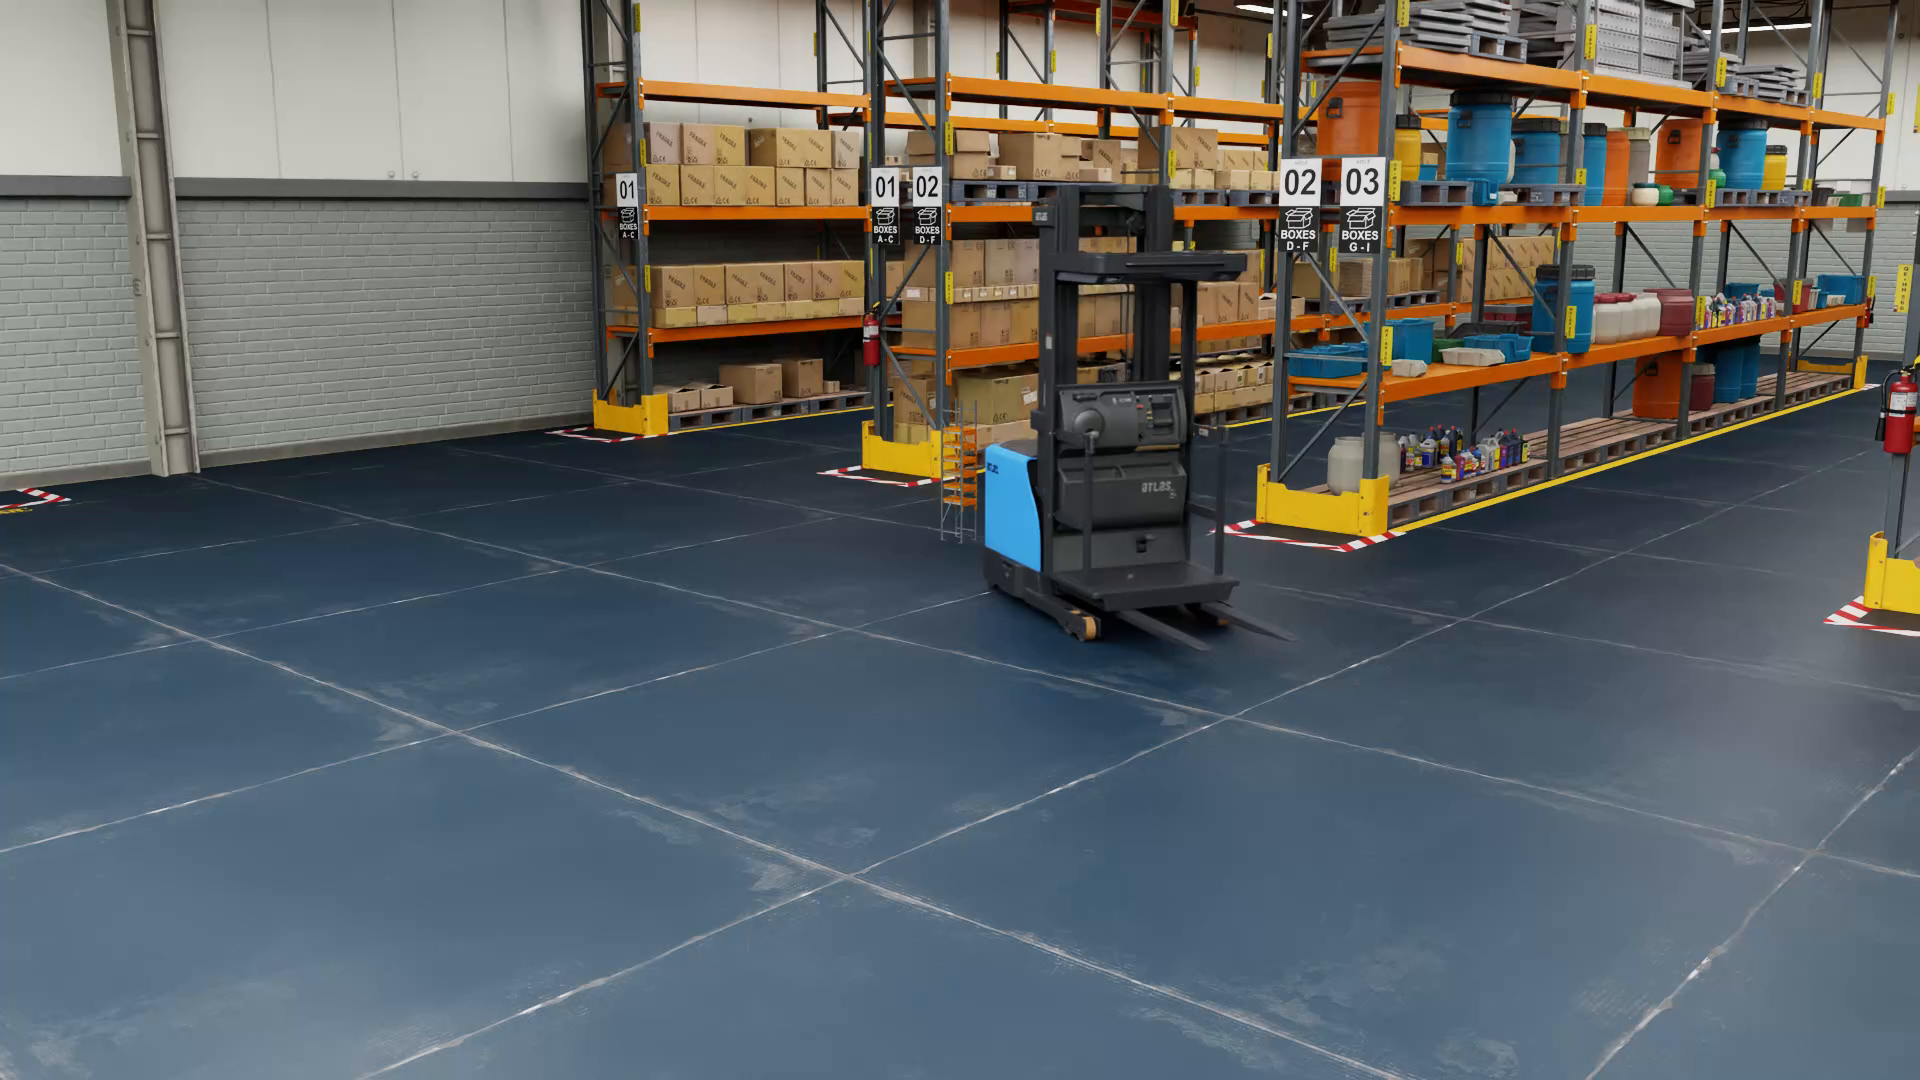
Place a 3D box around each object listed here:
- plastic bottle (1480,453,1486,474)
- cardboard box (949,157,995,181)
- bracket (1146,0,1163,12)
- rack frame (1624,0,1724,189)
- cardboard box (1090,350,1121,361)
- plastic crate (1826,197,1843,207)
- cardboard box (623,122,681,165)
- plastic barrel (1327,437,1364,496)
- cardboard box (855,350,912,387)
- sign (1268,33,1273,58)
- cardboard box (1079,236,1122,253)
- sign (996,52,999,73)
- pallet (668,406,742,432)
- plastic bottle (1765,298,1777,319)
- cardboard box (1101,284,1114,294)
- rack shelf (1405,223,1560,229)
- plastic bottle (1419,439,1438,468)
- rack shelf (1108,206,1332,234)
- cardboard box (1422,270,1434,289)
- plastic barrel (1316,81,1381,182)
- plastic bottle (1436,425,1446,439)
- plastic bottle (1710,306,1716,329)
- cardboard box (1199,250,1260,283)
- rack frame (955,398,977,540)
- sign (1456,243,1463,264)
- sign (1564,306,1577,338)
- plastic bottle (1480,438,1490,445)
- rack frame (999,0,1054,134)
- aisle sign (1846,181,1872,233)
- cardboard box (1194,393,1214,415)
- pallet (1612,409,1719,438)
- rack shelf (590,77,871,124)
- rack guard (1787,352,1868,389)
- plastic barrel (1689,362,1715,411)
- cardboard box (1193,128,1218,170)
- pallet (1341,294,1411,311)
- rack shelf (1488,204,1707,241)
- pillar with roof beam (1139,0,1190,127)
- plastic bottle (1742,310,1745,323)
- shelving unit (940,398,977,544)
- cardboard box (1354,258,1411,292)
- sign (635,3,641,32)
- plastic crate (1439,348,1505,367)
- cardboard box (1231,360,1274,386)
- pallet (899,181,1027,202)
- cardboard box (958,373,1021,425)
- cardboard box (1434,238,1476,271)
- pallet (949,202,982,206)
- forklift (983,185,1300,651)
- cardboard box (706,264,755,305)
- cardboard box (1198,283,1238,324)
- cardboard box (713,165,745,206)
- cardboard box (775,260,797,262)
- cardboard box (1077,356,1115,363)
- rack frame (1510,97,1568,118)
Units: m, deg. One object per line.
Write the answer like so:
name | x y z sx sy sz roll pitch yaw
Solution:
plastic bottle | 5.119 -0.756 16.359 0.097 0.201 0.097 0 11 0
cardboard box | 0.039 -4.093 18.338 0.500 0.250 0.500 10 15 40
bracket | 3.479 -9.437 29.296 0.235 0.232 0.430 10 15 40
rack frame | 8.476 -5.695 19.749 1.000 3.000 0.127 10 15 40
cardboard box | 2.201 -3.405 28.017 0.750 0.750 0.750 10 15 40
plastic crate | 12.579 -4.936 24.279 0.437 0.136 0.530 10 15 40
cardboard box | -3.810 -4.902 20.580 0.500 0.500 0.500 8 14 36
plastic barrel | 3.572 -0.669 15.181 0.421 0.512 0.421 0 11 0
cardboard box | -1.133 -2.546 24.558 0.700 0.500 0.500 10 15 42
sign | 4.343 -6.902 23.203 0.100 0.325 0.005 10 15 40
cardboard box | 1.496 -3.350 19.759 0.700 0.500 0.500 10 15 40
sign | 0.615 -7.583 26.412 0.100 0.325 0.005 10 15 40
pallet | -3.634 -1.616 21.761 1.003 0.211 1.213 10 15 40
plastic bottle | 11.099 -3.181 22.796 0.152 0.276 0.135 10 15 40
cardboard box | 1.590 -2.991 19.618 0.380 0.149 0.250 10 15 40
rack shelf | 8.718 -5.395 27.742 1.077 0.370 4.000 10 15 40
plastic bottle | 4.714 -0.874 16.758 0.152 0.276 0.135 10 15 40
rack shelf | 3.437 -4.218 21.849 1.077 0.370 4.000 10 15 40
cardboard box | 7.535 -4.138 27.017 0.500 0.500 0.500 10 15 41
plastic barrel | 3.420 -3.551 14.507 0.600 0.830 0.708 10 15 40
plastic bottle | 4.991 -1.016 17.281 0.144 0.351 0.185 10 15 42
plastic bottle | 9.432 -2.800 20.868 0.061 0.283 0.133 10 15 40
cardboard box | 5.004 -5.062 31.132 0.980 0.700 0.700 9 14 38
rack frame | 0.051 -0.600 14.150 0.240 1.200 0.006 10 15 40
sign | 7.817 -4.479 26.022 0.100 0.325 0.005 10 15 40
sign | 6.241 -2.228 16.999 0.100 0.325 0.005 10 15 40
plastic bottle | 5.372 -0.900 16.889 0.152 0.276 0.135 10 15 40
rack frame | 1.034 -6.976 26.162 1.000 3.000 0.127 10 15 40
aisle sign | 14.024 -5.178 25.838 0.394 0.787 0.004 10 15 40
cardboard box | 2.908 -1.765 21.340 0.500 0.250 0.500 10 15 42
pallet | 8.965 -1.507 21.218 1.003 0.211 1.213 10 15 40
rack shelf | -2.927 -5.739 21.813 1.077 0.370 4.000 10 15 40
rack guard | 13.763 -2.710 26.501 1.175 0.500 0.348 10 15 40
plastic barrel | 9.531 -2.017 21.735 0.600 0.588 0.708 10 15 40
cardboard box | 2.912 -4.949 21.069 0.500 0.500 0.500 -10 15 -42
pallet | 6.038 -3.587 25.000 1.003 0.211 1.213 10 15 40
rack shelf | 7.156 -3.577 18.640 1.077 0.370 4.000 10 15 40
pillar with roof beam | 6.721 -7.223 27.397 9.100 9.000 0.548 10 15 40
plastic bottle | 10.227 -2.942 21.789 0.097 0.201 0.097 0 11 0
shelving unit | -0.010 -0.586 14.083 0.258 1.200 0.189 10 15 40
cardboard box | 6.511 -4.087 25.690 0.500 0.500 0.700 -9 15 -39
sign | -3.839 -6.226 19.819 0.100 0.325 0.005 10 15 40
plastic crate | 4.954 -1.764 16.056 0.530 0.136 0.437 10 15 40
cardboard box | 3.923 -2.267 22.417 0.500 0.311 0.500 10 15 40
pallet | -0.037 -3.745 17.872 1.003 0.211 1.213 10 15 40
cardboard box | 0.326 -1.566 18.428 0.500 0.500 0.500 10 15 40
cardboard box | 7.920 -4.555 26.550 0.500 0.500 0.500 10 15 42
pallet | -0.437 -5.054 24.680 1.213 0.211 1.003 10 15 40
forklift | 1.187 -0.866 11.066 1.130 2.935 3.031 -4 12 -21
cardboard box | -3.026 -3.339 21.687 0.500 0.500 0.500 9 14 39
cardboard box | 3.315 -3.117 21.902 0.500 0.500 0.500 10 15 40
cardboard box | -3.117 -4.555 21.393 0.500 0.500 0.500 11 16 43
cardboard box | -2.418 -3.632 23.153 0.500 0.500 0.500 10 15 40
cardboard box | 1.576 -2.003 20.615 0.500 0.500 0.500 10 15 40
rack frame | 10.038 -7.513 28.851 1.000 3.000 0.127 10 15 40
